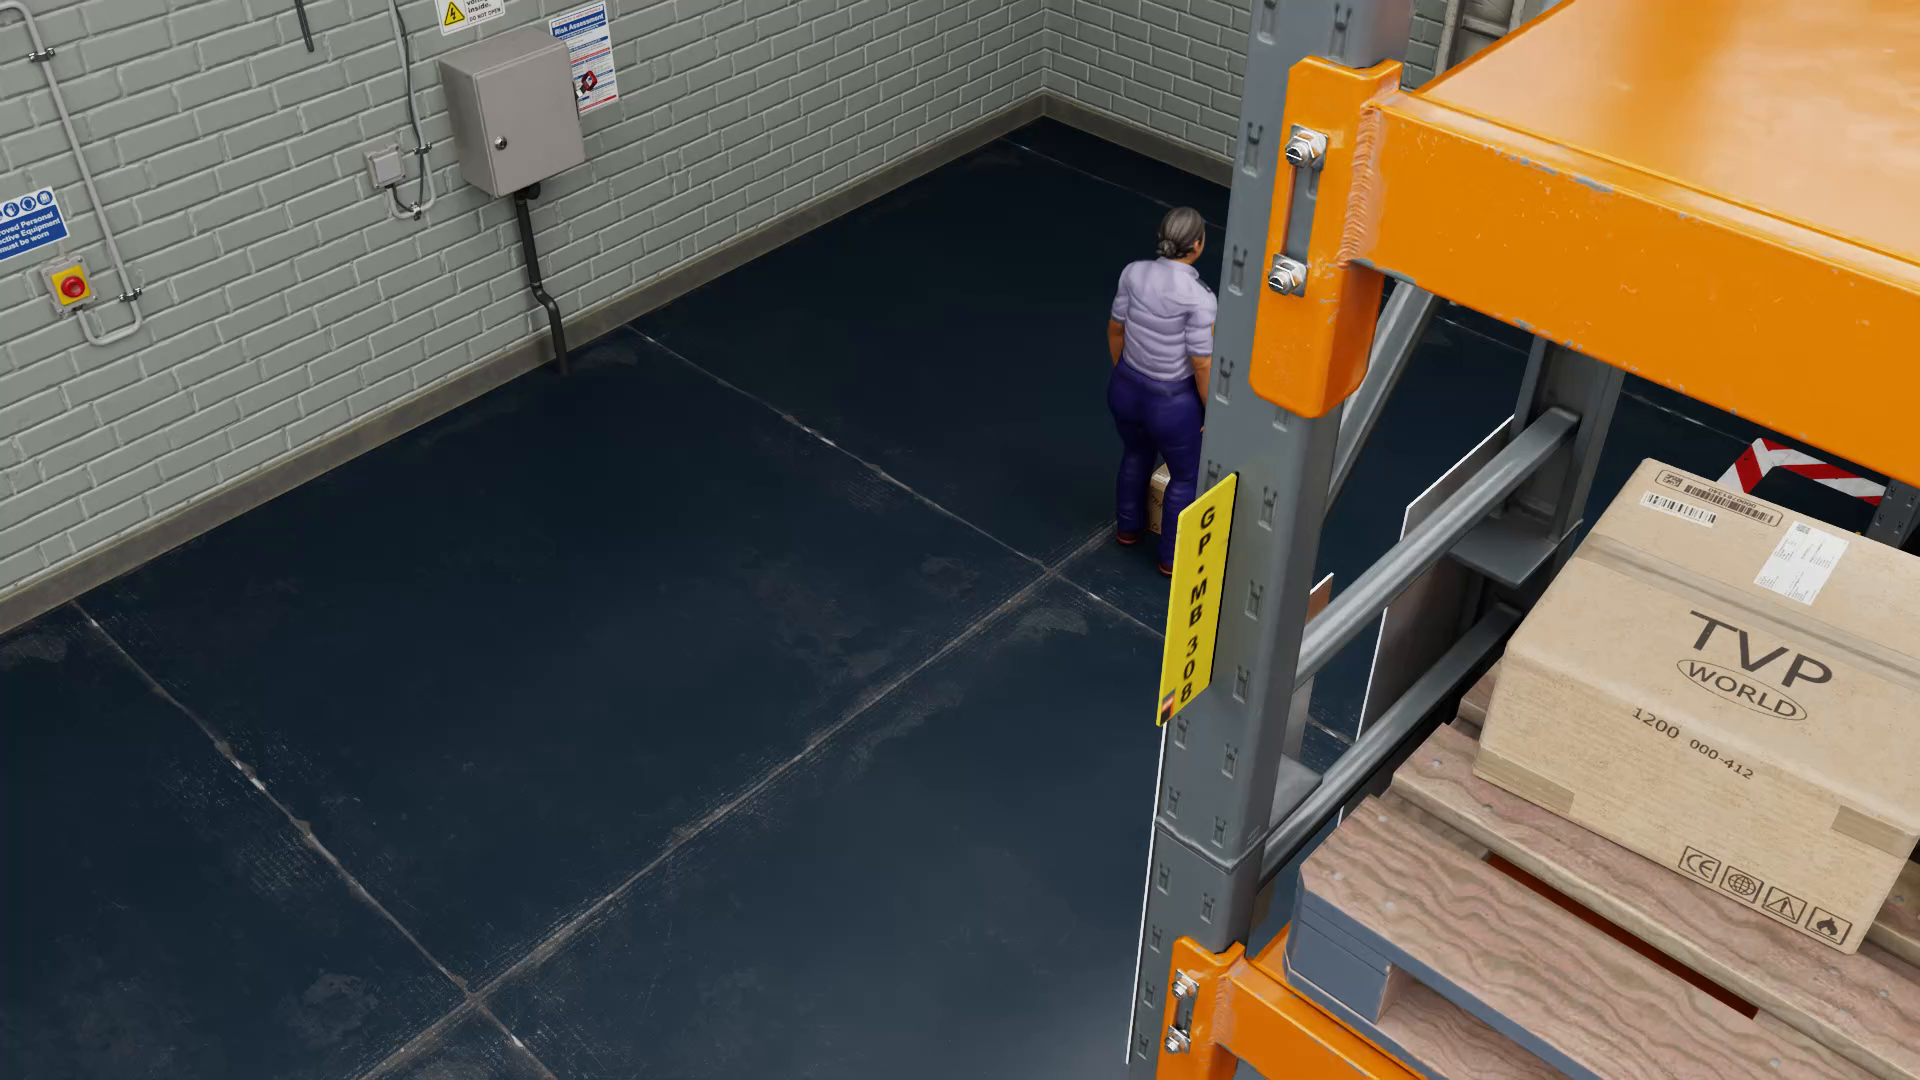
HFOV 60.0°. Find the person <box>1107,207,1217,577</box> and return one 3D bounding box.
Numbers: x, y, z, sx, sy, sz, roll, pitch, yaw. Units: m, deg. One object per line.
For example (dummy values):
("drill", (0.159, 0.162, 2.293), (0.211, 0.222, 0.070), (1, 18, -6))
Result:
("person", (0.854, -0.609, 6.897), (0.540, 1.652, 0.413), (30, 48, 31))
